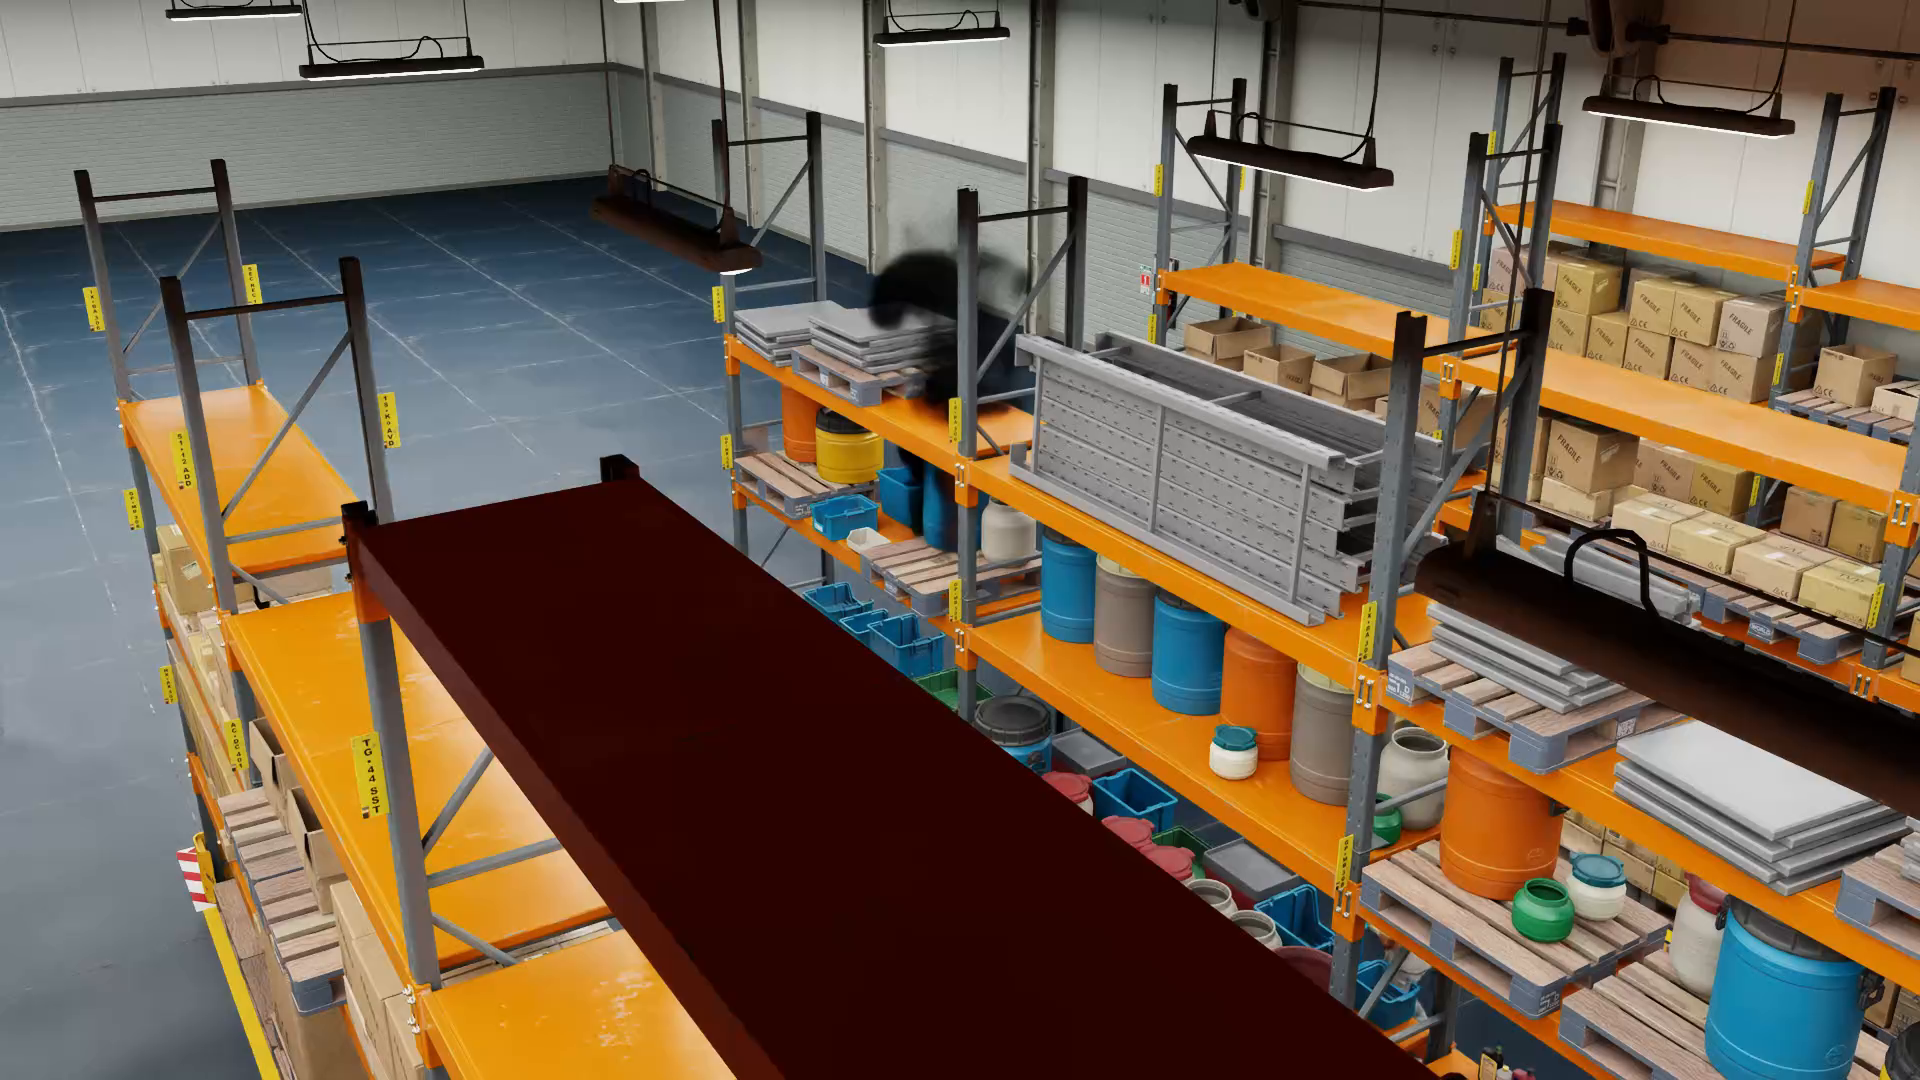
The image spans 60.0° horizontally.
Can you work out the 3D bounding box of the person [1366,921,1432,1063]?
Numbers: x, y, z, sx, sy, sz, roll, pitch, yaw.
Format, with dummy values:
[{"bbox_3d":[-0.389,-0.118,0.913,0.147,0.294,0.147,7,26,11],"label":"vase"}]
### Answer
[{"bbox_3d":[3.138,2.921,11.730,0.643,1.743,0.615,-19,28,-38],"label":"person"}]
